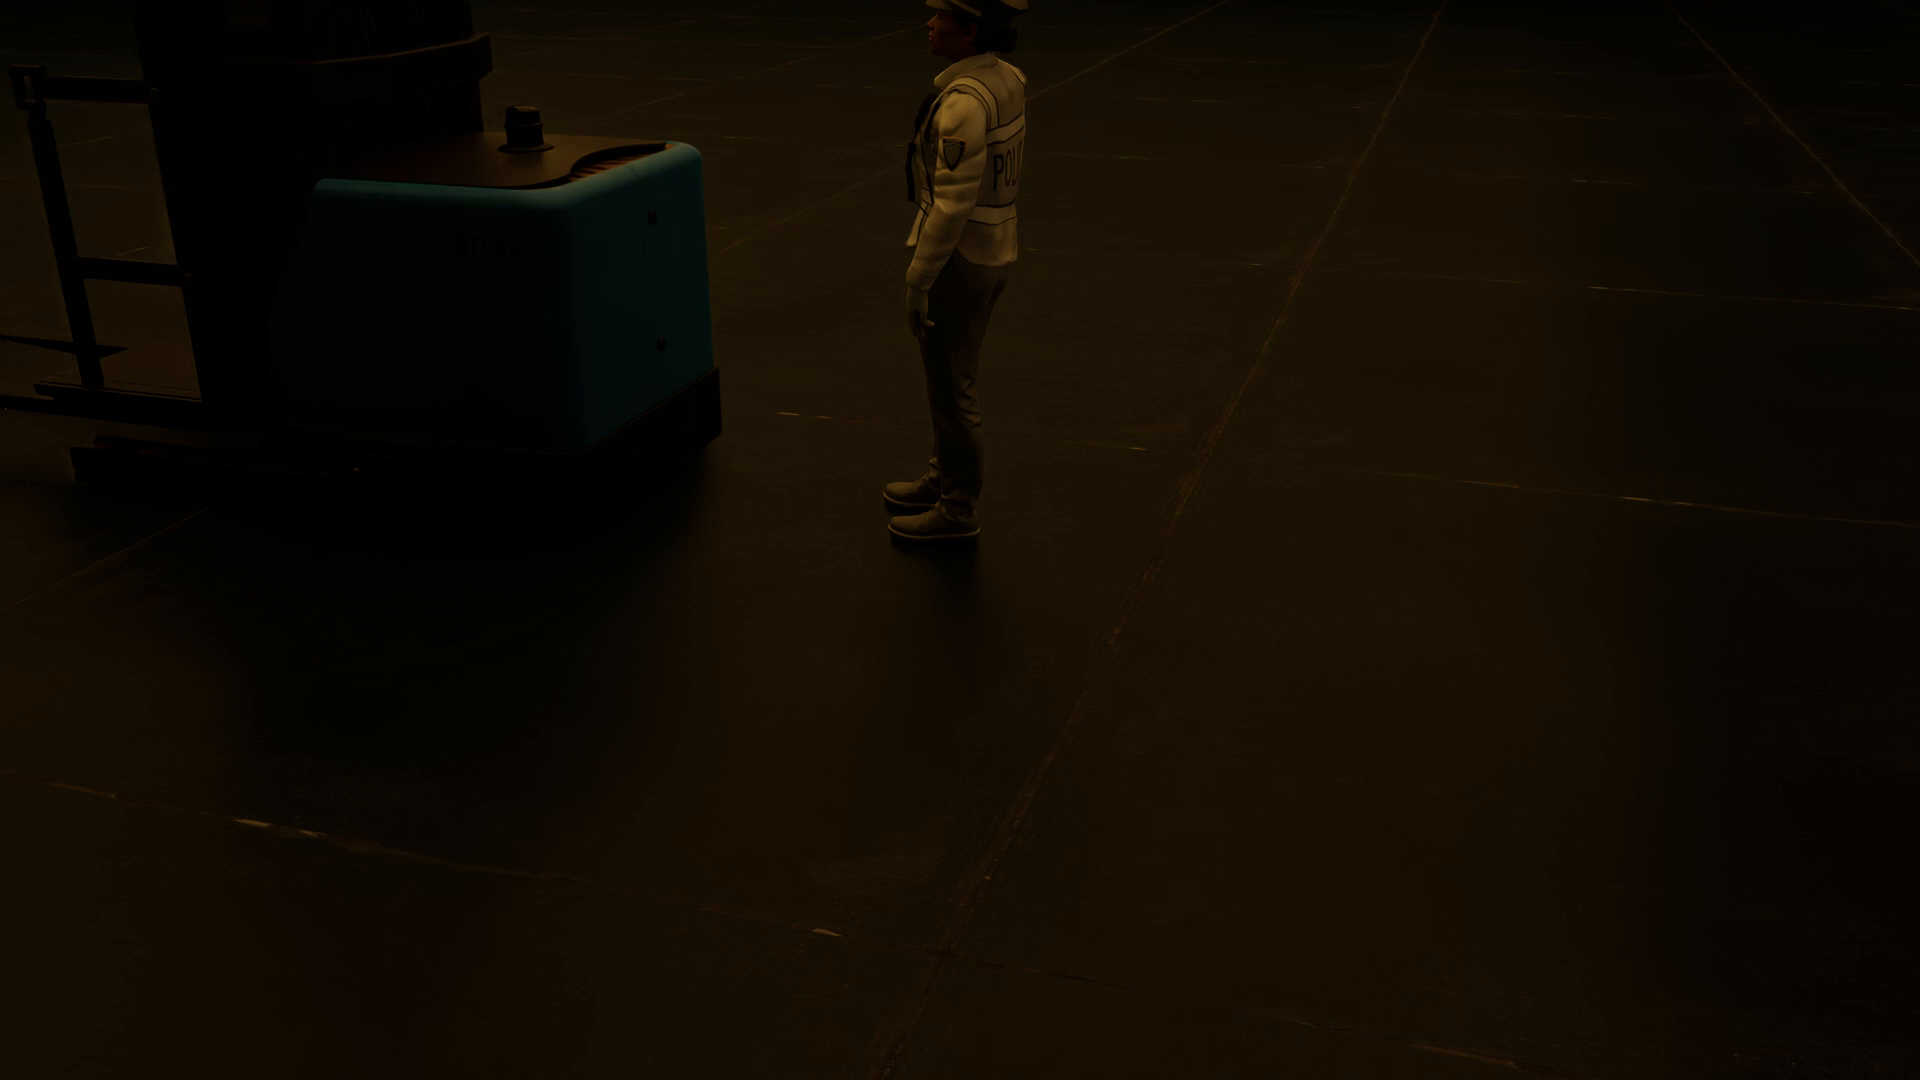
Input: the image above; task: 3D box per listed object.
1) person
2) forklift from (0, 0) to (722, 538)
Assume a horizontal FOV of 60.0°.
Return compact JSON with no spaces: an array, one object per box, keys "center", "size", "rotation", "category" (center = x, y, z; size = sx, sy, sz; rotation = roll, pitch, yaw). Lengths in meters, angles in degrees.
[{"center":[-0.063,-0.800,4.819],"size":[0.532,1.694,0.586],"rotation":[7,23,16],"category":"person"},{"center":[-2.412,-1.677,5.341],"size":[3.031,2.935,1.130],"rotation":[7,23,16],"category":"forklift"}]
